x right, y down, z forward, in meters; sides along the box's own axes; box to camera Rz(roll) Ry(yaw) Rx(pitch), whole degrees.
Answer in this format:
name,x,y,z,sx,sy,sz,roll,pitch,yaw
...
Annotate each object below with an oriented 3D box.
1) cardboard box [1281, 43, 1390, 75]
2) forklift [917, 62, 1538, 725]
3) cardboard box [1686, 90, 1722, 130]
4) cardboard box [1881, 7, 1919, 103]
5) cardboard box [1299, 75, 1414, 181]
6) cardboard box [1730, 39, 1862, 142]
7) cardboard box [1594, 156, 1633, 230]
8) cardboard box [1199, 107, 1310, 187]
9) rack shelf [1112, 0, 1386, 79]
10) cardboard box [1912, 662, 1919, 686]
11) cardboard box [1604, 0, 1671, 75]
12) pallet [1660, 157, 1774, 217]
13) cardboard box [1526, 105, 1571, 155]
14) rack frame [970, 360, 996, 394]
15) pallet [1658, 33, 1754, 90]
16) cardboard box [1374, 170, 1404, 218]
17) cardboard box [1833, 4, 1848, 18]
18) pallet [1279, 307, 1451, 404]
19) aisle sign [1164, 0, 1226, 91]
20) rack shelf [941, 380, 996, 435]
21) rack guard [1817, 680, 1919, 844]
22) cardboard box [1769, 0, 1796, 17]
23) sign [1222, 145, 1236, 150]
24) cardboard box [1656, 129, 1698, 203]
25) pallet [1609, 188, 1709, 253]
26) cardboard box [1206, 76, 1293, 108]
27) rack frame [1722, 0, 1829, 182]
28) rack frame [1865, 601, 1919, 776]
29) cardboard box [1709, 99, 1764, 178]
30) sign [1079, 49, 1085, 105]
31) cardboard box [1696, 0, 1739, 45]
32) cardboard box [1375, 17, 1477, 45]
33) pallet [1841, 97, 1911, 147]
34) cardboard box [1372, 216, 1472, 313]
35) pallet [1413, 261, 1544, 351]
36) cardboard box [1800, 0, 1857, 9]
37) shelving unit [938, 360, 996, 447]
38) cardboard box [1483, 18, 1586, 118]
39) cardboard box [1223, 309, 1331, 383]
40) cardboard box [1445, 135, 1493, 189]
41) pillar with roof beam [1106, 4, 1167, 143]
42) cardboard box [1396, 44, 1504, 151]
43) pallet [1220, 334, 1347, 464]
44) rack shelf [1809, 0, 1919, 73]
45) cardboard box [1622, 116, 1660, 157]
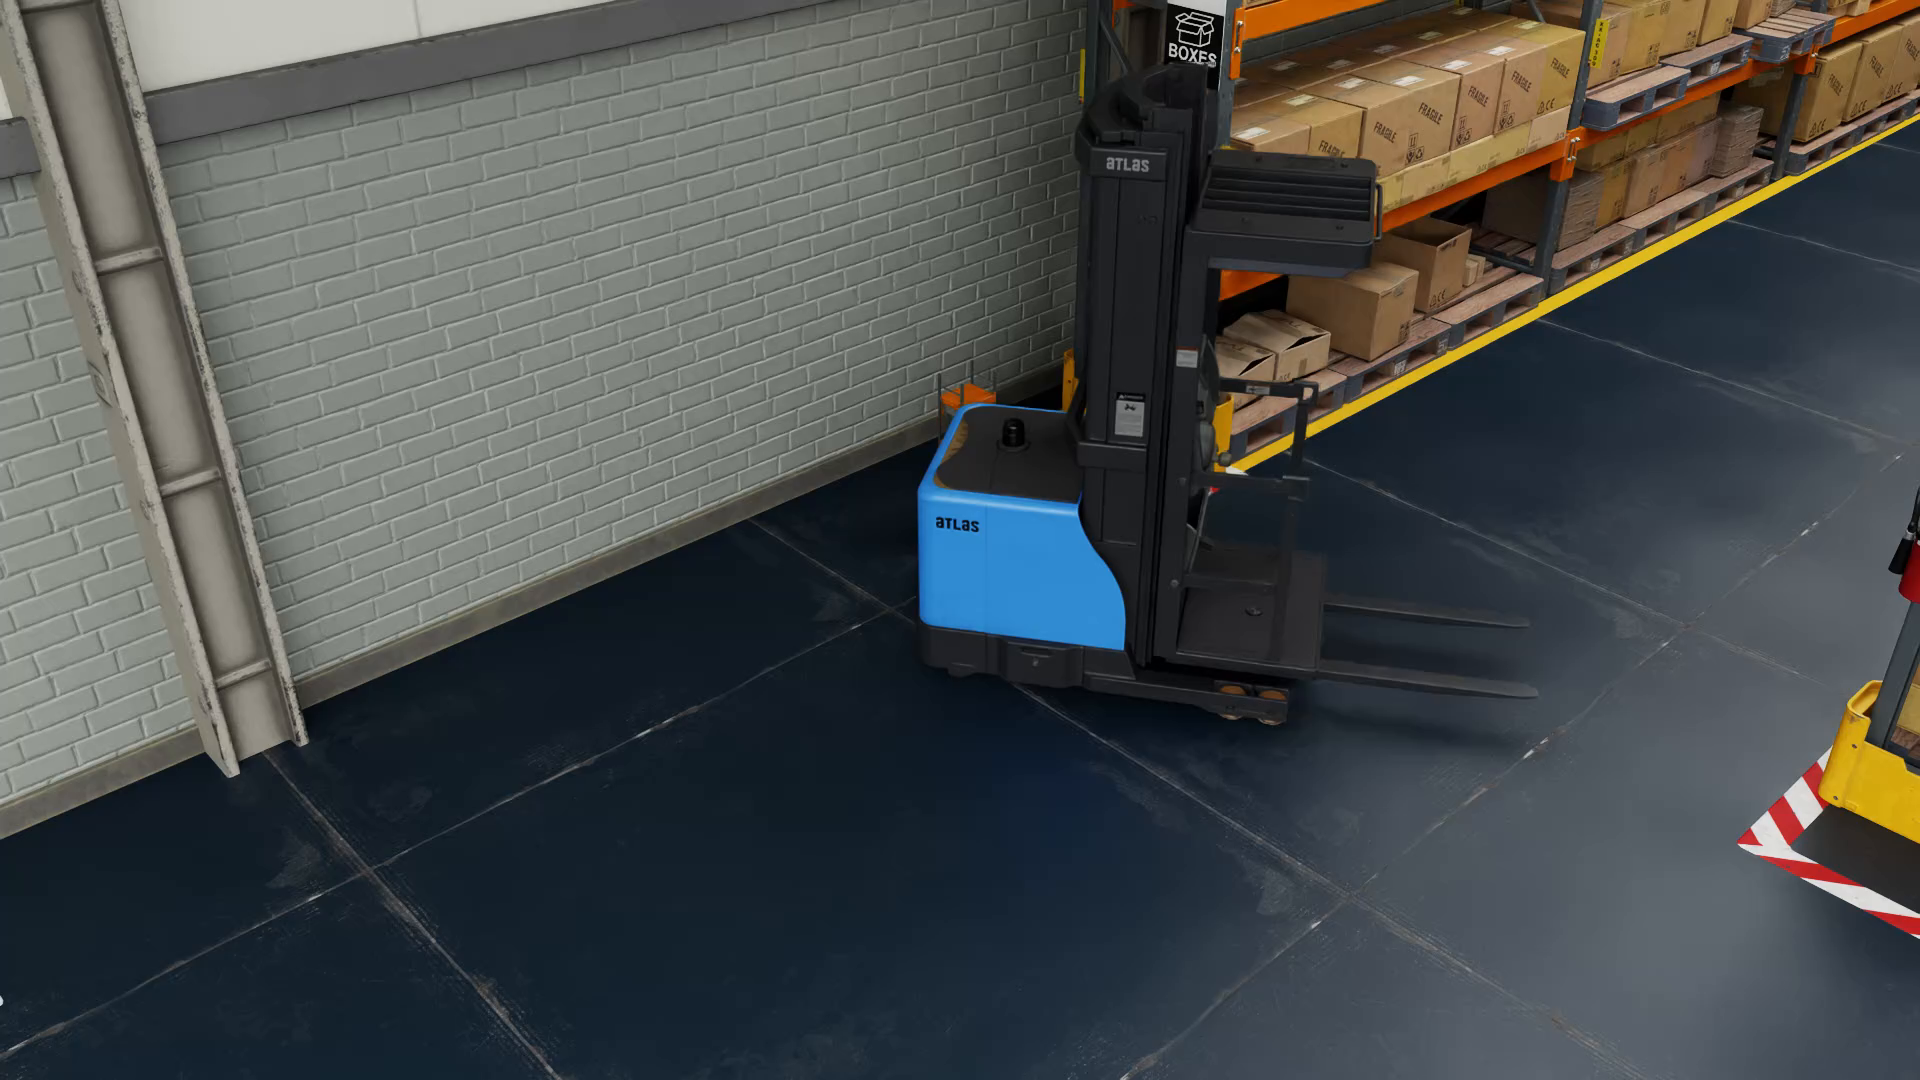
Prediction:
name,x,y,z,sx,sy,sz,roll,pitch,yaw
cardboard box,2.422,-2.897,10.853,0.500,0.500,0.500,-25,39,-35
forklift,1.354,-0.654,7.845,3.031,2.935,1.130,7,32,11
cardboard box,6.013,-3.671,13.968,0.500,0.250,0.500,-25,39,-35
cardboard box,8.861,-4.768,16.164,0.750,0.750,0.750,-24,39,-34
cardboard box,2.407,-2.517,10.231,0.500,0.500,0.500,-27,41,-37
cardboard box,7.595,-4.156,15.164,0.750,0.750,0.750,-26,40,-36
cardboard box,4.906,-2.856,13.354,0.500,0.500,0.700,-27,40,-36
cardboard box,1.654,-2.165,9.655,0.500,0.500,0.500,-26,40,-35
rack shelf,2.567,-3.528,10.293,4.000,0.370,1.077,-26,40,-35
cardboard box,4.662,0.418,7.540,0.500,0.500,0.500,-26,40,-35
cardboard box,4.844,-3.858,12.501,0.500,0.500,0.700,-21,37,-31
pallet,6.392,-3.217,14.643,1.213,0.211,1.003,-26,40,-35
cardboard box,3.892,-2.925,11.618,0.500,0.250,0.500,-26,40,-35
rack frame,0.129,-0.510,9.412,0.008,1.050,0.200,-26,40,-35
pallet,5.543,-3.884,13.244,1.213,0.211,1.003,-26,40,-35
cardboard box,2.422,-2.210,10.448,0.500,0.250,0.500,-27,40,-36
cardboard box,7.556,-4.699,14.615,0.250,0.149,0.380,-25,39,-35
pallet,2.670,-1.388,11.653,1.213,0.211,1.003,-26,40,-35
aisle sign,1.251,-2.815,8.820,0.004,0.787,0.394,-26,40,-35
rack shelf,0.039,-0.700,9.199,0.240,0.259,0.215,-26,40,-35
rack guard,4.453,1.123,7.269,0.348,0.500,1.175,-26,40,-35
cardboard box,6.628,-4.743,13.949,0.700,0.500,0.500,24,39,34
sign,1.469,-2.008,9.163,0.005,0.325,0.100,-26,40,-35
cardboard box,5.672,-3.204,13.923,0.500,0.500,0.700,-26,40,-36
pallet,5.498,-2.787,13.939,1.213,0.211,1.003,-26,40,-35
cardboard box,1.677,-2.534,10.258,0.500,0.500,0.500,-25,39,-35
rack frame,6.966,-4.684,14.368,0.127,3.000,1.000,-26,40,-35
rack frame,4.471,0.048,6.631,0.127,3.000,1.000,-26,40,-35
cardboard box,6.474,-3.529,14.455,0.500,0.500,0.700,-25,39,-35
sign,0.737,-2.694,9.702,0.005,0.325,0.100,-26,40,-35
cardboard box,5.730,-4.293,13.212,0.500,0.500,0.700,-26,40,-35
cardboard box,3.165,-3.260,11.447,0.500,0.500,0.500,-26,40,-36
pallet,8.490,-4.175,16.210,1.213,0.211,1.003,-26,40,-35
cardboard box,3.299,-2.003,11.958,0.500,0.500,0.500,26,40,35
pallet,3.565,-1.823,12.364,1.213,0.211,1.003,-26,40,-35
cardboard box,7.496,-4.936,14.381,0.500,0.500,0.500,-24,39,-34
shelving unit,0.039,-0.467,9.342,0.252,1.050,0.215,-26,40,-35
cardboard box,3.897,-3.243,11.419,0.500,0.500,0.500,-26,40,-36
cardboard box,2.087,-1.300,10.990,0.500,0.311,0.500,-22,38,-32
cardboard box,3.163,-2.567,11.032,0.500,0.250,0.500,-26,40,-36
pillar with roof beam,3.952,-3.338,6.417,0.400,9.000,9.100,-26,40,-35
cardboard box,3.158,-2.889,10.840,0.500,0.500,0.500,-27,41,-37
pallet,1.775,-0.958,10.948,1.213,0.211,1.003,-26,40,-35
rack shelf,8.433,-5.086,15.716,4.000,0.370,1.077,-26,40,-35
cardboard box,5.261,-3.317,13.389,0.500,0.250,0.500,-27,41,-37
